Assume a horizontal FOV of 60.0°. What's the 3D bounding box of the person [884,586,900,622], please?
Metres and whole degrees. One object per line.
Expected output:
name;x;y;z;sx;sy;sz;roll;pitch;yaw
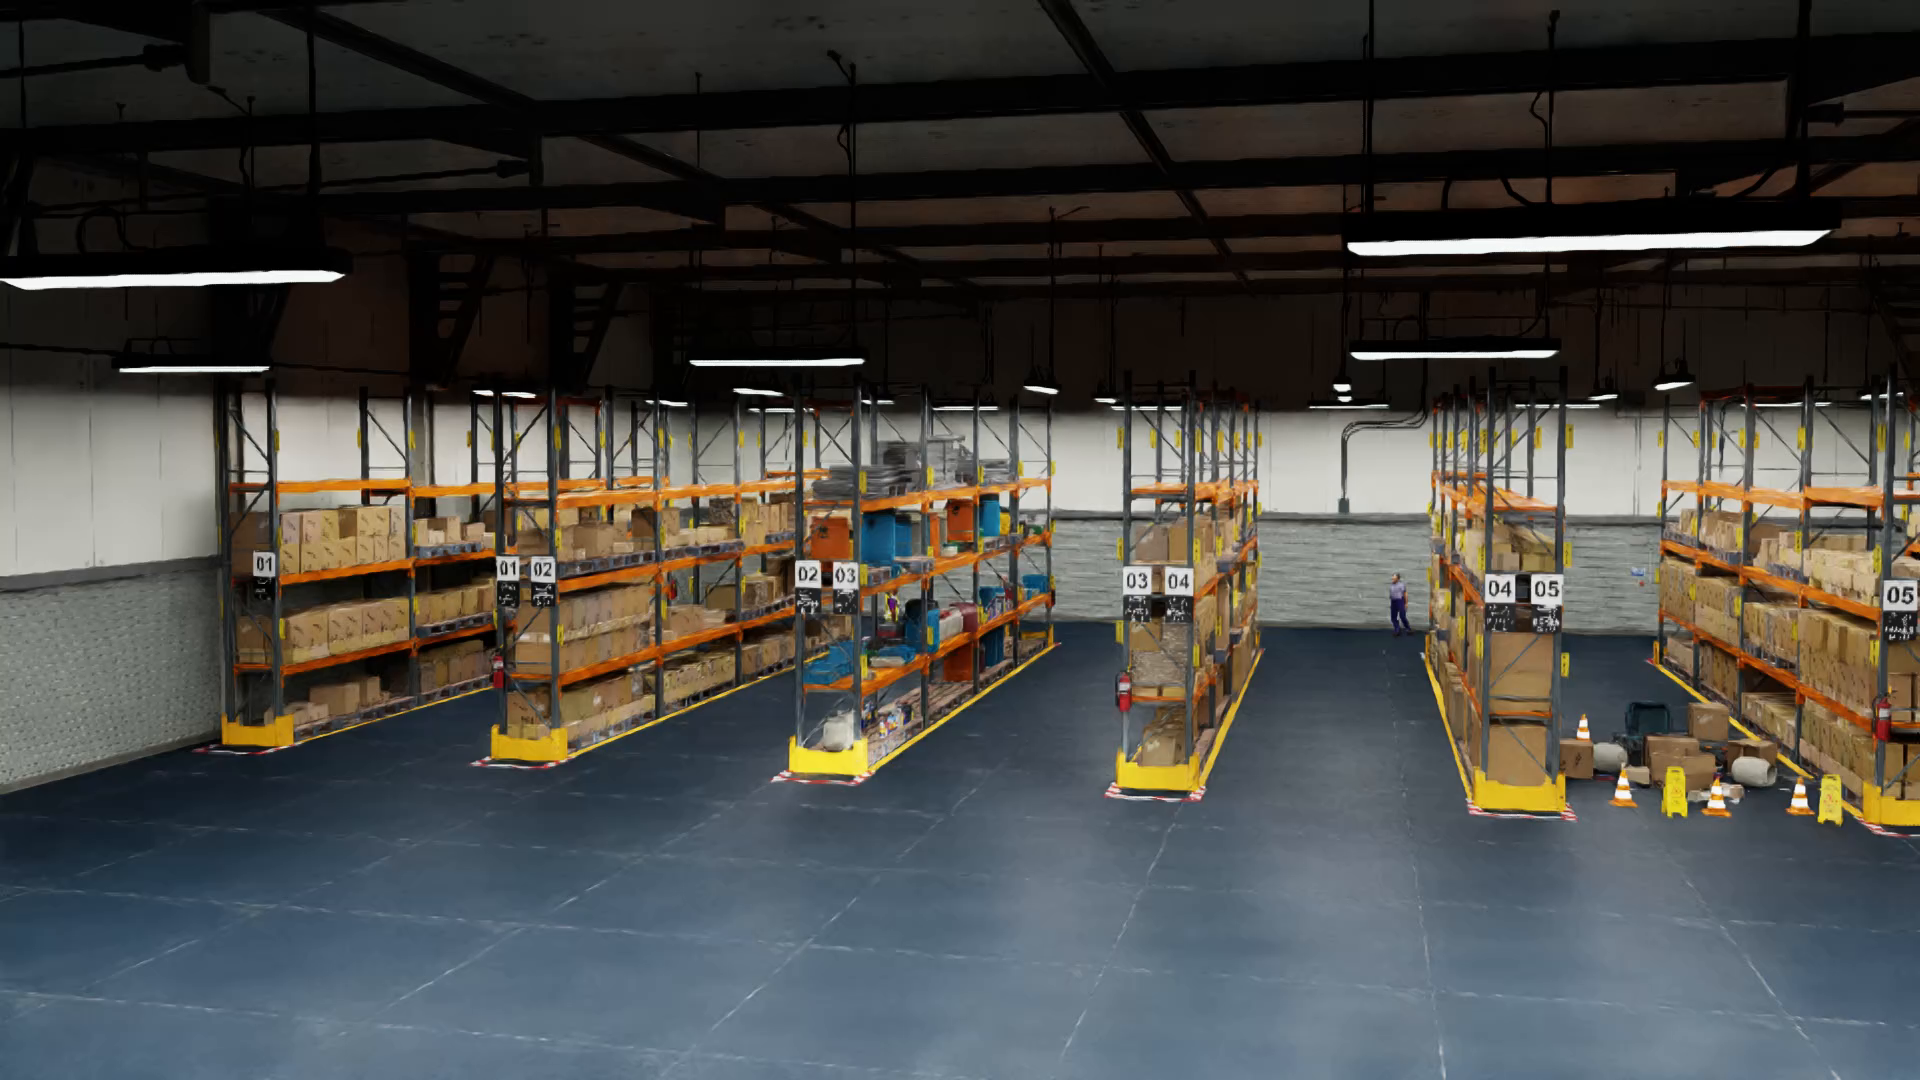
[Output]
person;-1.500;1.821;37.943;0.469;1.766;0.642;0;3;-8

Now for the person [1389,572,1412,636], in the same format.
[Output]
person;11.316;1.640;42.687;0.550;1.620;0.552;-3;4;-39

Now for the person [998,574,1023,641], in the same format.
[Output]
person;1.106;1.666;39.584;0.633;1.743;1.048;2;4;35
